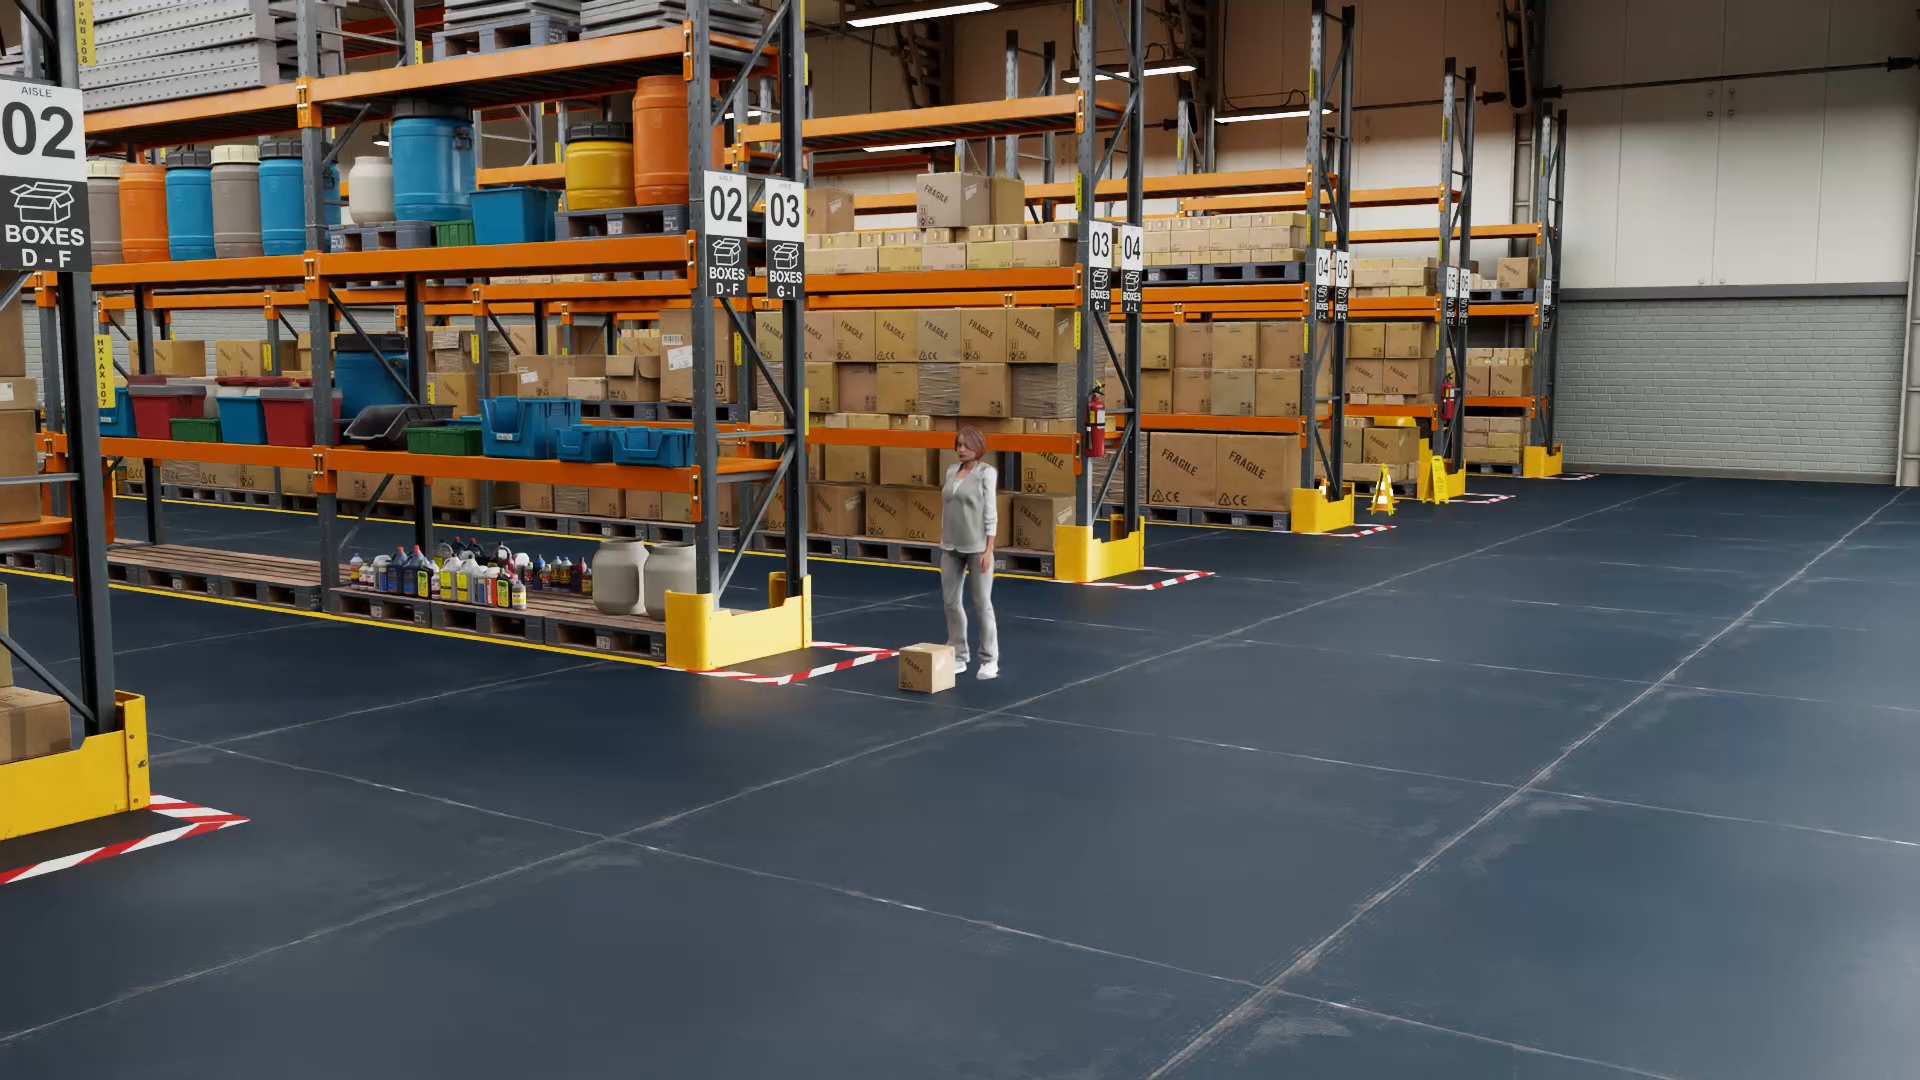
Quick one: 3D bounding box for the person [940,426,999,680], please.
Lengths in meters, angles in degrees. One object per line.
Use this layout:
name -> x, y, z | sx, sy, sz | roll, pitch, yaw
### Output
person -> 0.063, 0.093, 10.545 | 0.406, 1.634, 0.338 | 5, 8, 35
